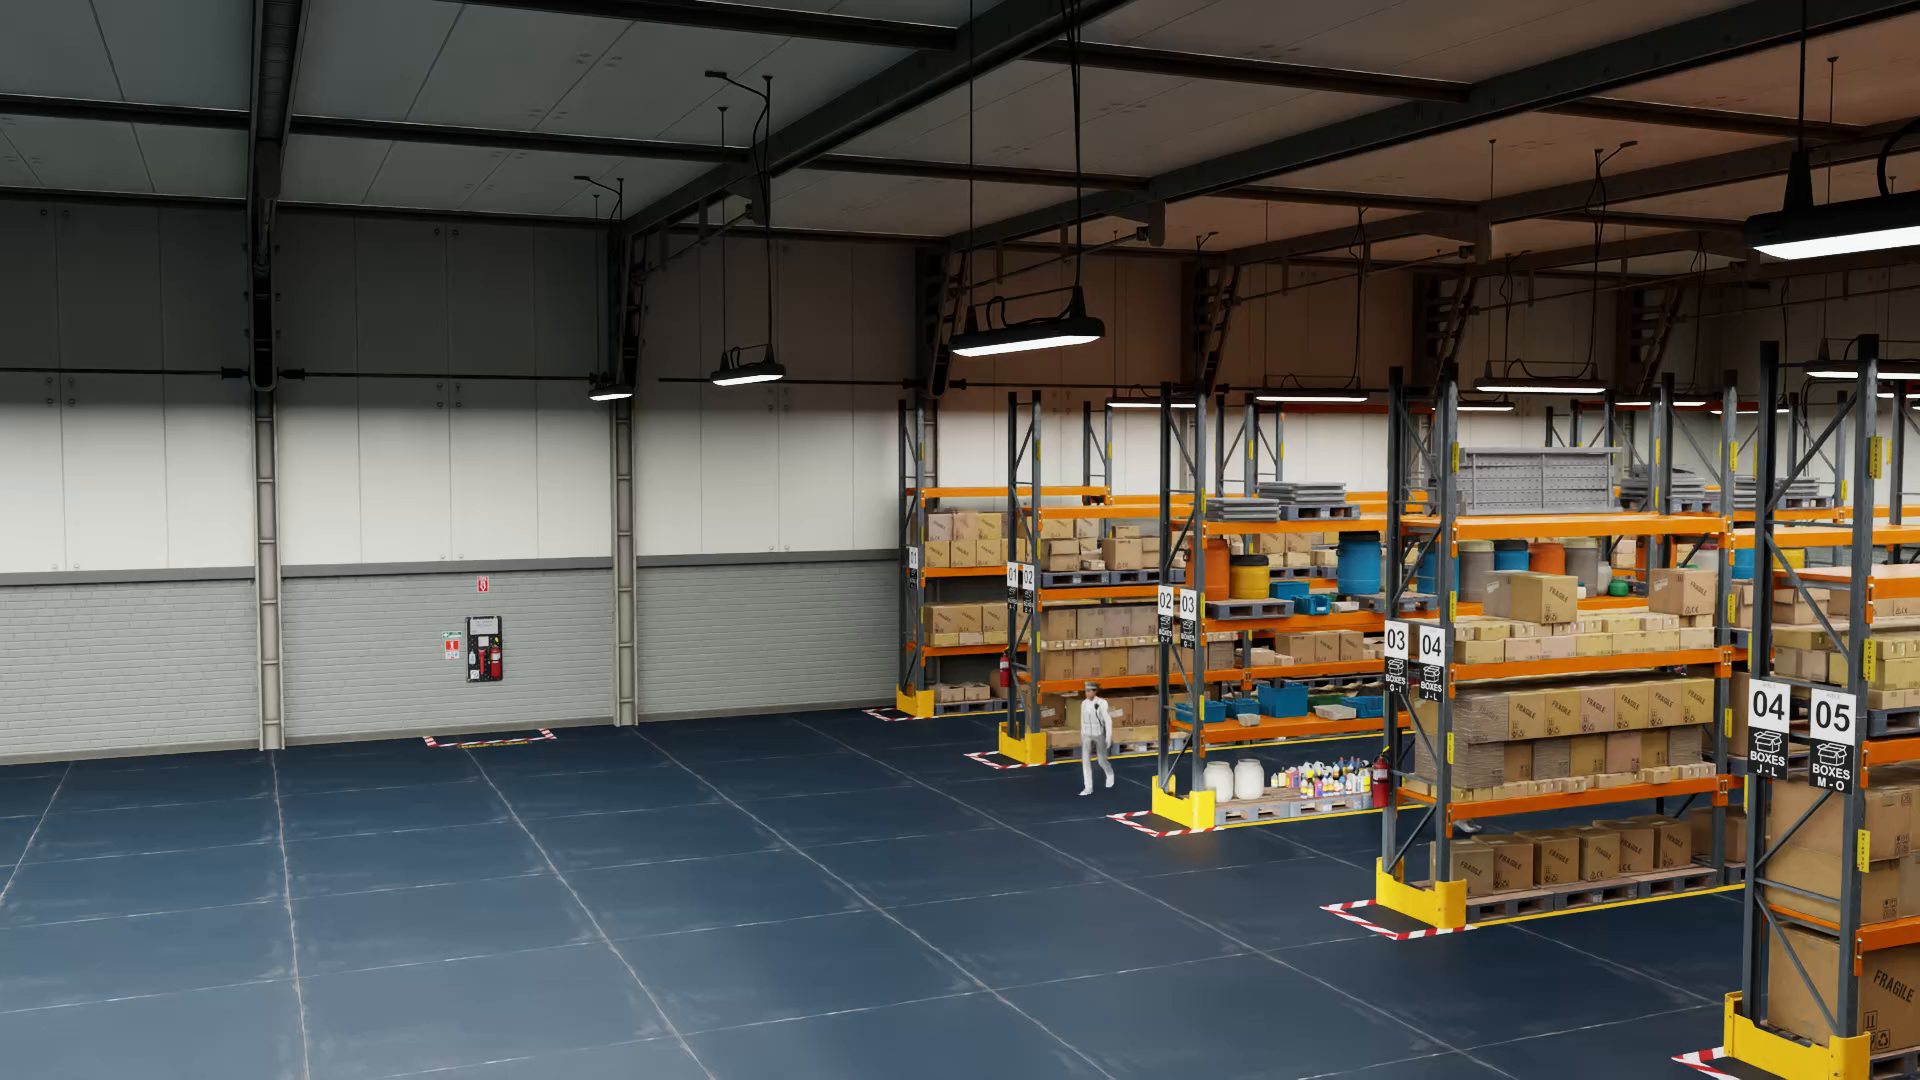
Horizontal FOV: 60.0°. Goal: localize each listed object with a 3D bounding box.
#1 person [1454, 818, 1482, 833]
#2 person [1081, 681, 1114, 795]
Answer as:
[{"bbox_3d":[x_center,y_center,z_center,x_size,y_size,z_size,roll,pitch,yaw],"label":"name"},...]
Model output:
[{"bbox_3d":[6.718,2.996,21.988,0.535,1.773,0.573,-1,4,-20],"label":"person"},{"bbox_3d":[2.025,2.899,24.560,0.557,1.645,0.792,2,4,30],"label":"person"}]
